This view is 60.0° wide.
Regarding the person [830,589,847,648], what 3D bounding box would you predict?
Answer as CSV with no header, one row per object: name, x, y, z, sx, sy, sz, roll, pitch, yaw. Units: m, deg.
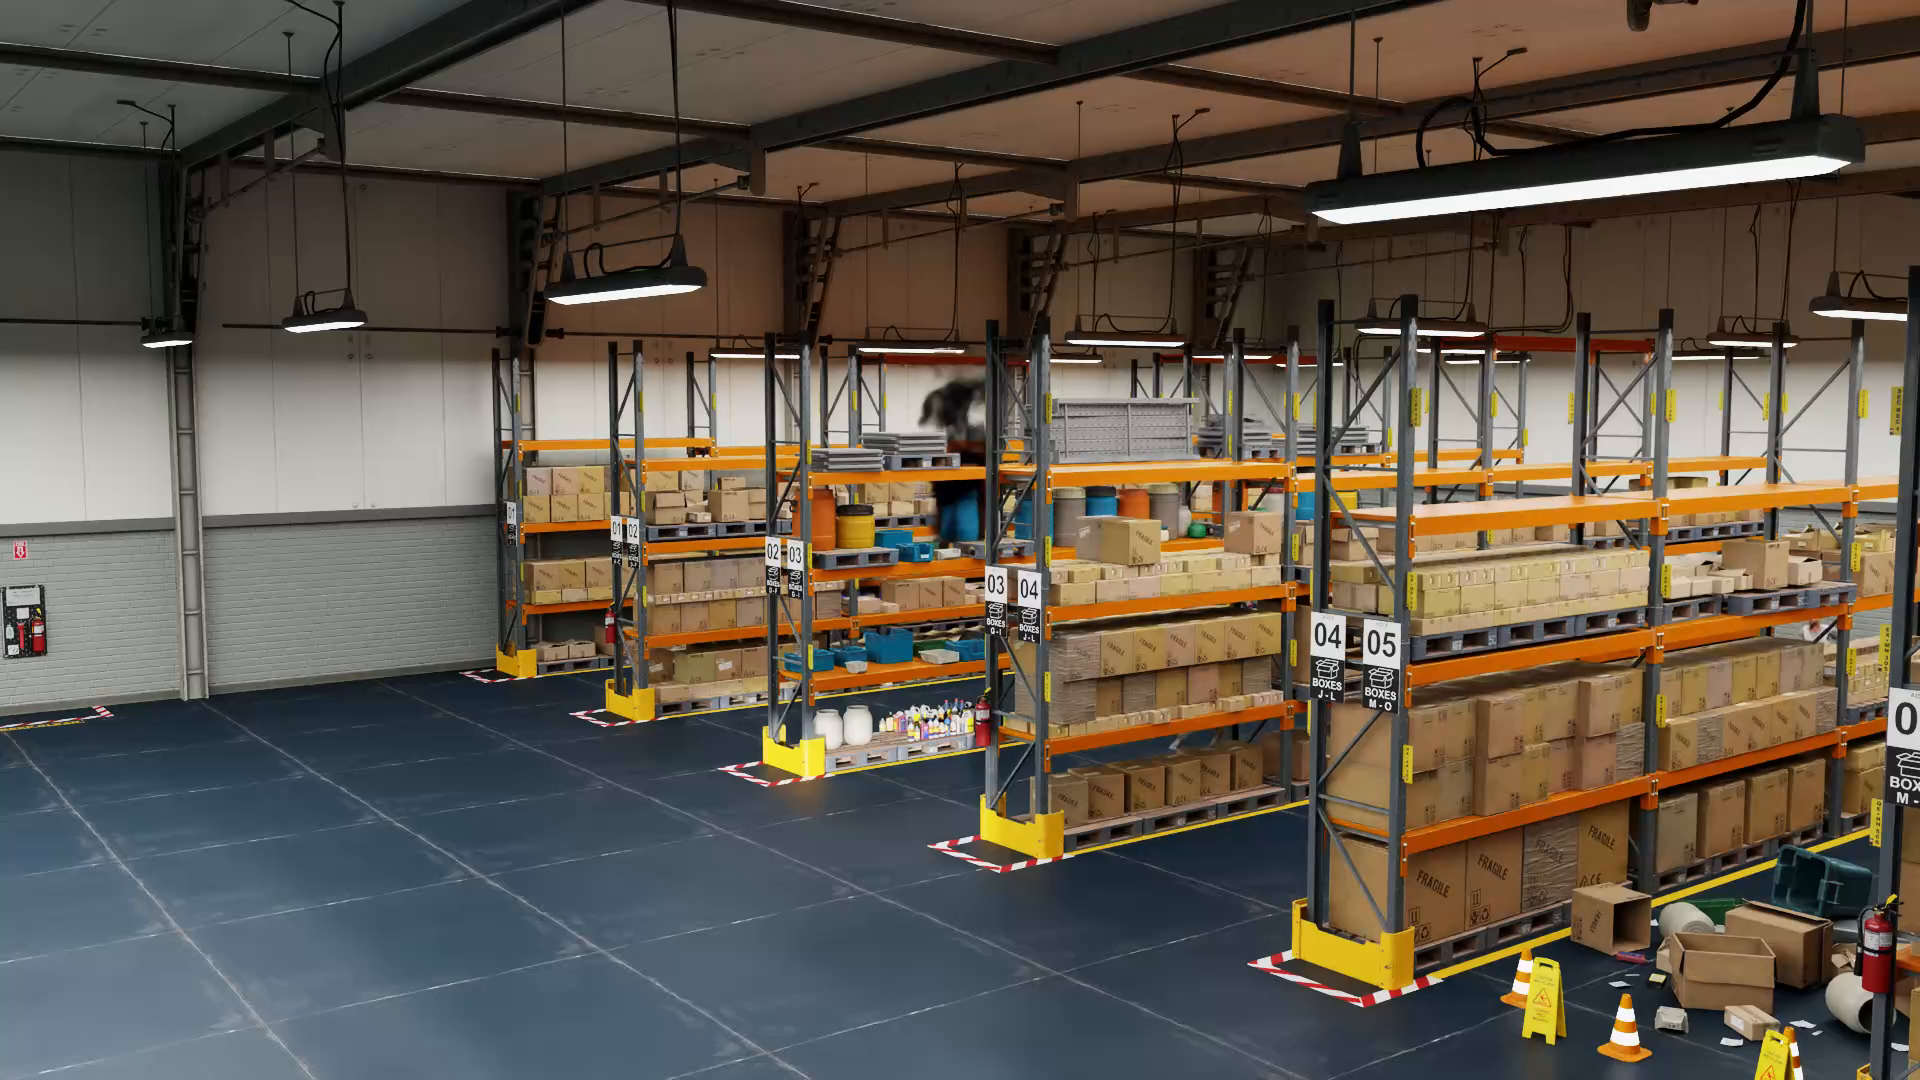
person,-2.289,1.611,31.395,0.581,1.615,0.608,-4,6,-38

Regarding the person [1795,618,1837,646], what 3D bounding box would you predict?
person,13.713,1.963,26.527,0.682,1.765,0.724,-4,7,-42

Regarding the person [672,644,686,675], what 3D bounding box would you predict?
person,-4.888,1.705,29.128,0.928,1.819,0.672,-4,6,-38

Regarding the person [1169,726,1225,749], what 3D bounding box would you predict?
person,3.260,2.011,22.856,0.925,1.770,0.662,-4,7,-39

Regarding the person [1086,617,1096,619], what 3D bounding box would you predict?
person,2.271,1.783,28.496,0.675,1.846,0.829,5,7,43
